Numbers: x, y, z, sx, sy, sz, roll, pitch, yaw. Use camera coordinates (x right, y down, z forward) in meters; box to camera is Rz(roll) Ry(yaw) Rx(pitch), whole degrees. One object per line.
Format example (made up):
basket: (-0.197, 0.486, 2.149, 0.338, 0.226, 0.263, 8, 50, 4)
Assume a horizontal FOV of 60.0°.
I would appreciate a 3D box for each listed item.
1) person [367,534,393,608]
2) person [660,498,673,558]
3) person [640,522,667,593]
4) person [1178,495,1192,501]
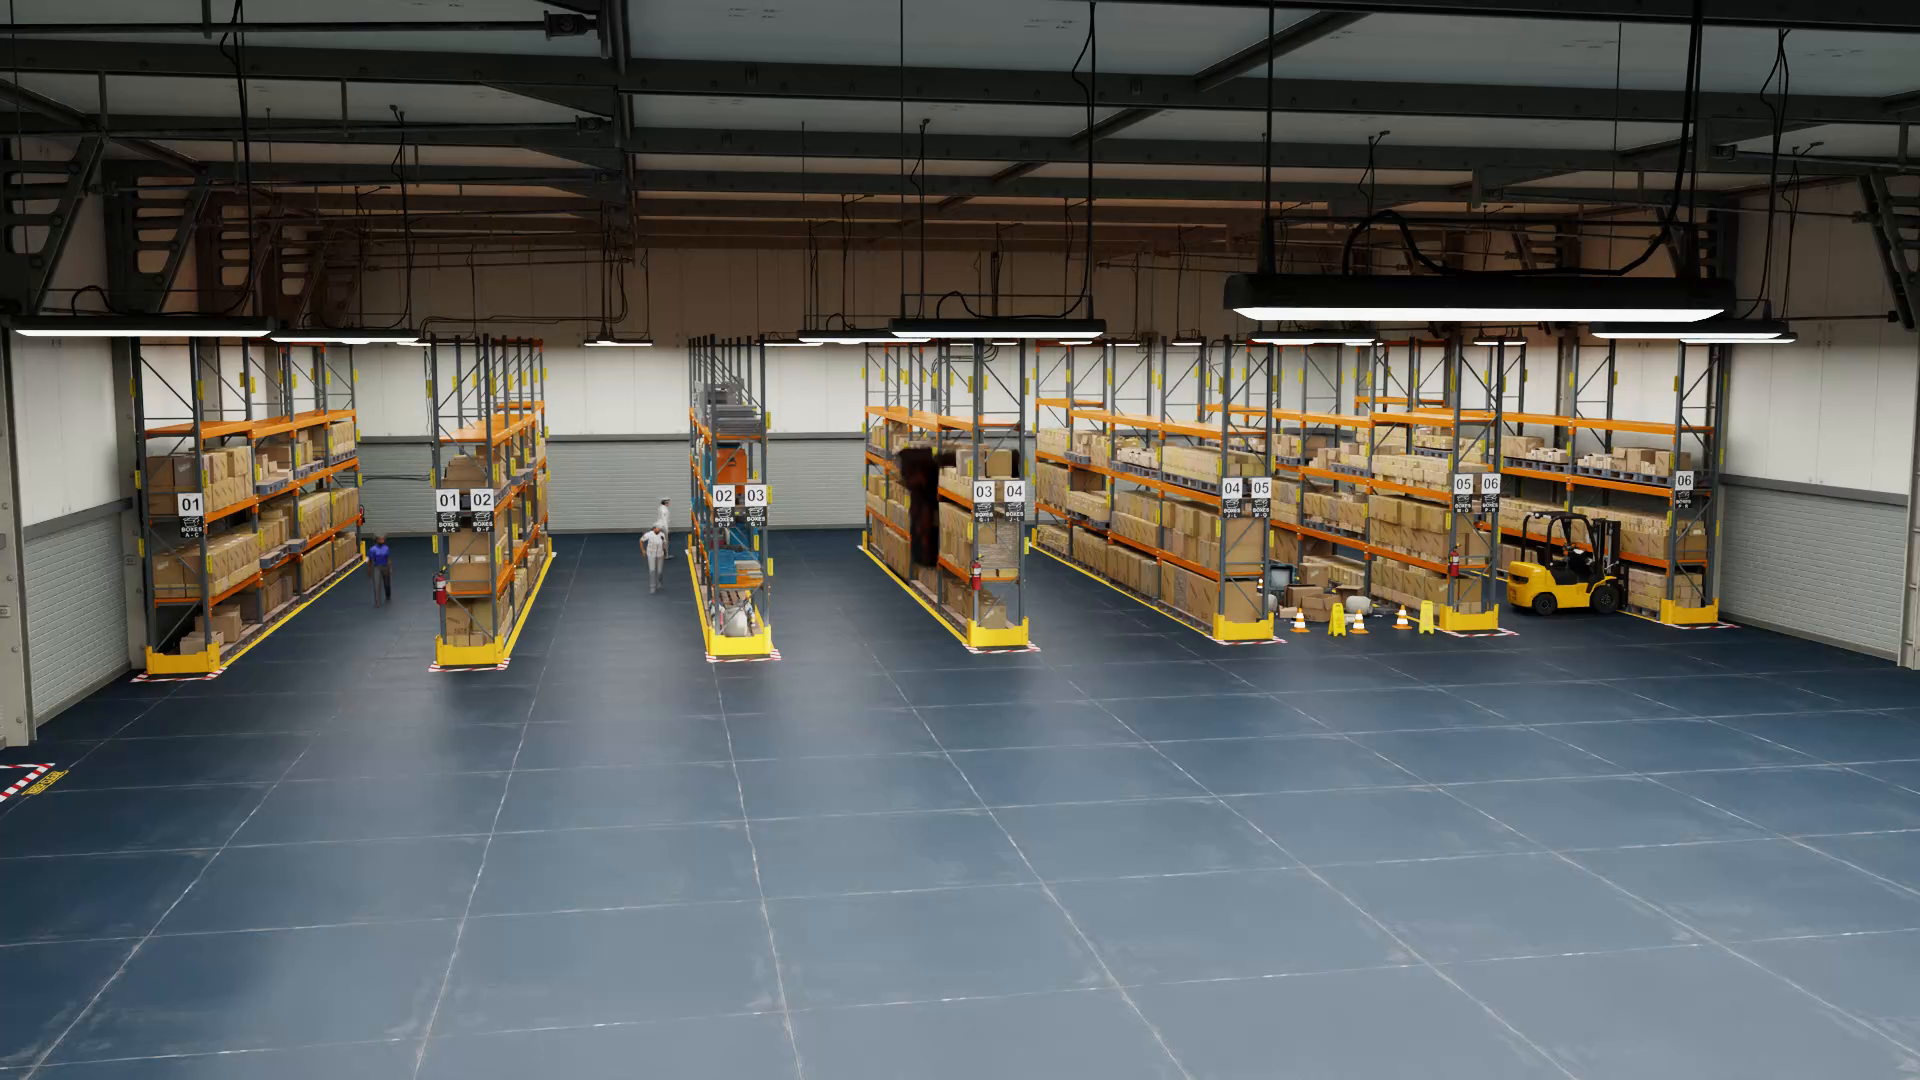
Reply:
person: (-12.961, 0.724, 37.164, 0.538, 1.487, 0.951, -2, 7, -17)
person: (-8.081, -0.340, 45.664, 0.366, 1.667, 0.566, -2, 7, -18)
person: (-7.238, 0.386, 39.278, 0.644, 1.617, 1.028, -1, 7, -8)
person: (7.082, -1.146, 52.649, 0.500, 1.685, 0.423, -3, 7, -28)
